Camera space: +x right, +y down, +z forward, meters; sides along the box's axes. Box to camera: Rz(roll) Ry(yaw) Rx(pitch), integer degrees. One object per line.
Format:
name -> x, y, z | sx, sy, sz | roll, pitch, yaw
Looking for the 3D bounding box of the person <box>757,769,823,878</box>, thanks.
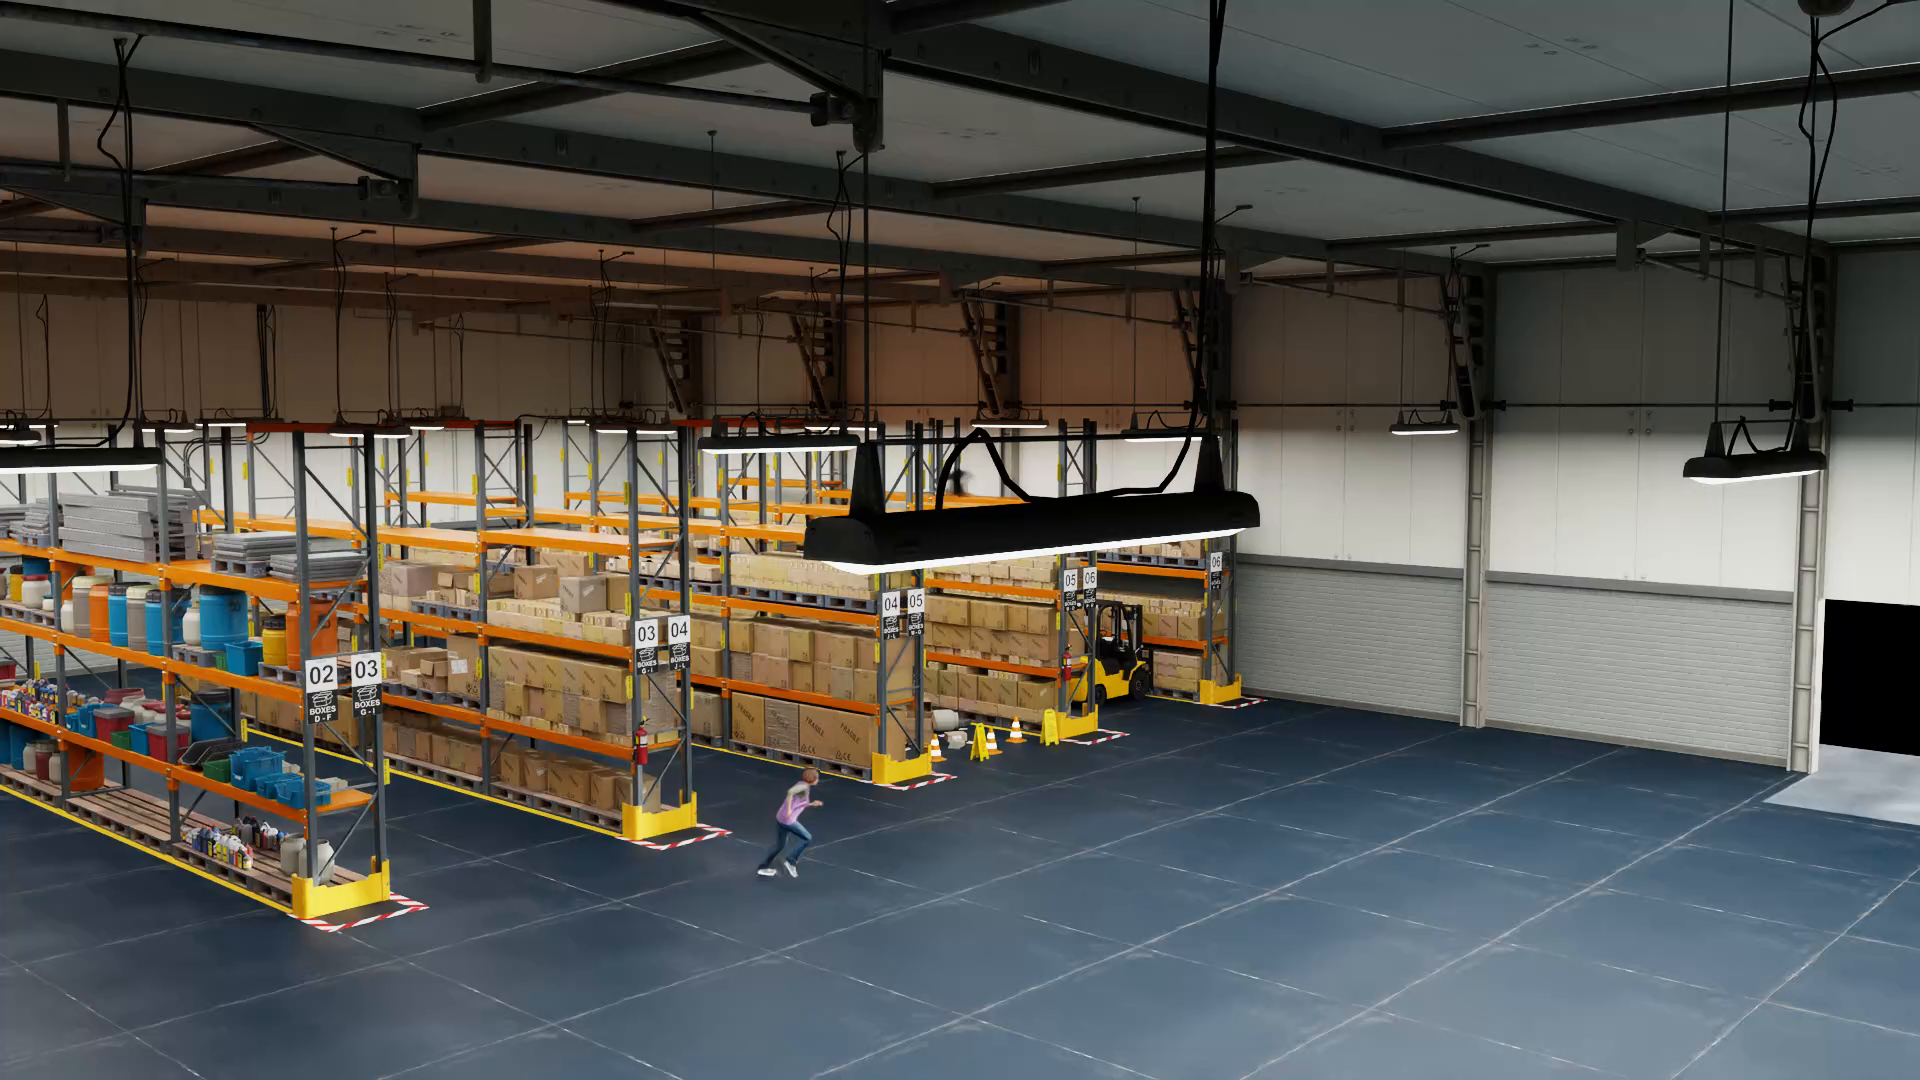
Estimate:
person -> -2.256, 3.804, 22.148 | 0.894, 1.448, 0.579 | -1, 5, -10
